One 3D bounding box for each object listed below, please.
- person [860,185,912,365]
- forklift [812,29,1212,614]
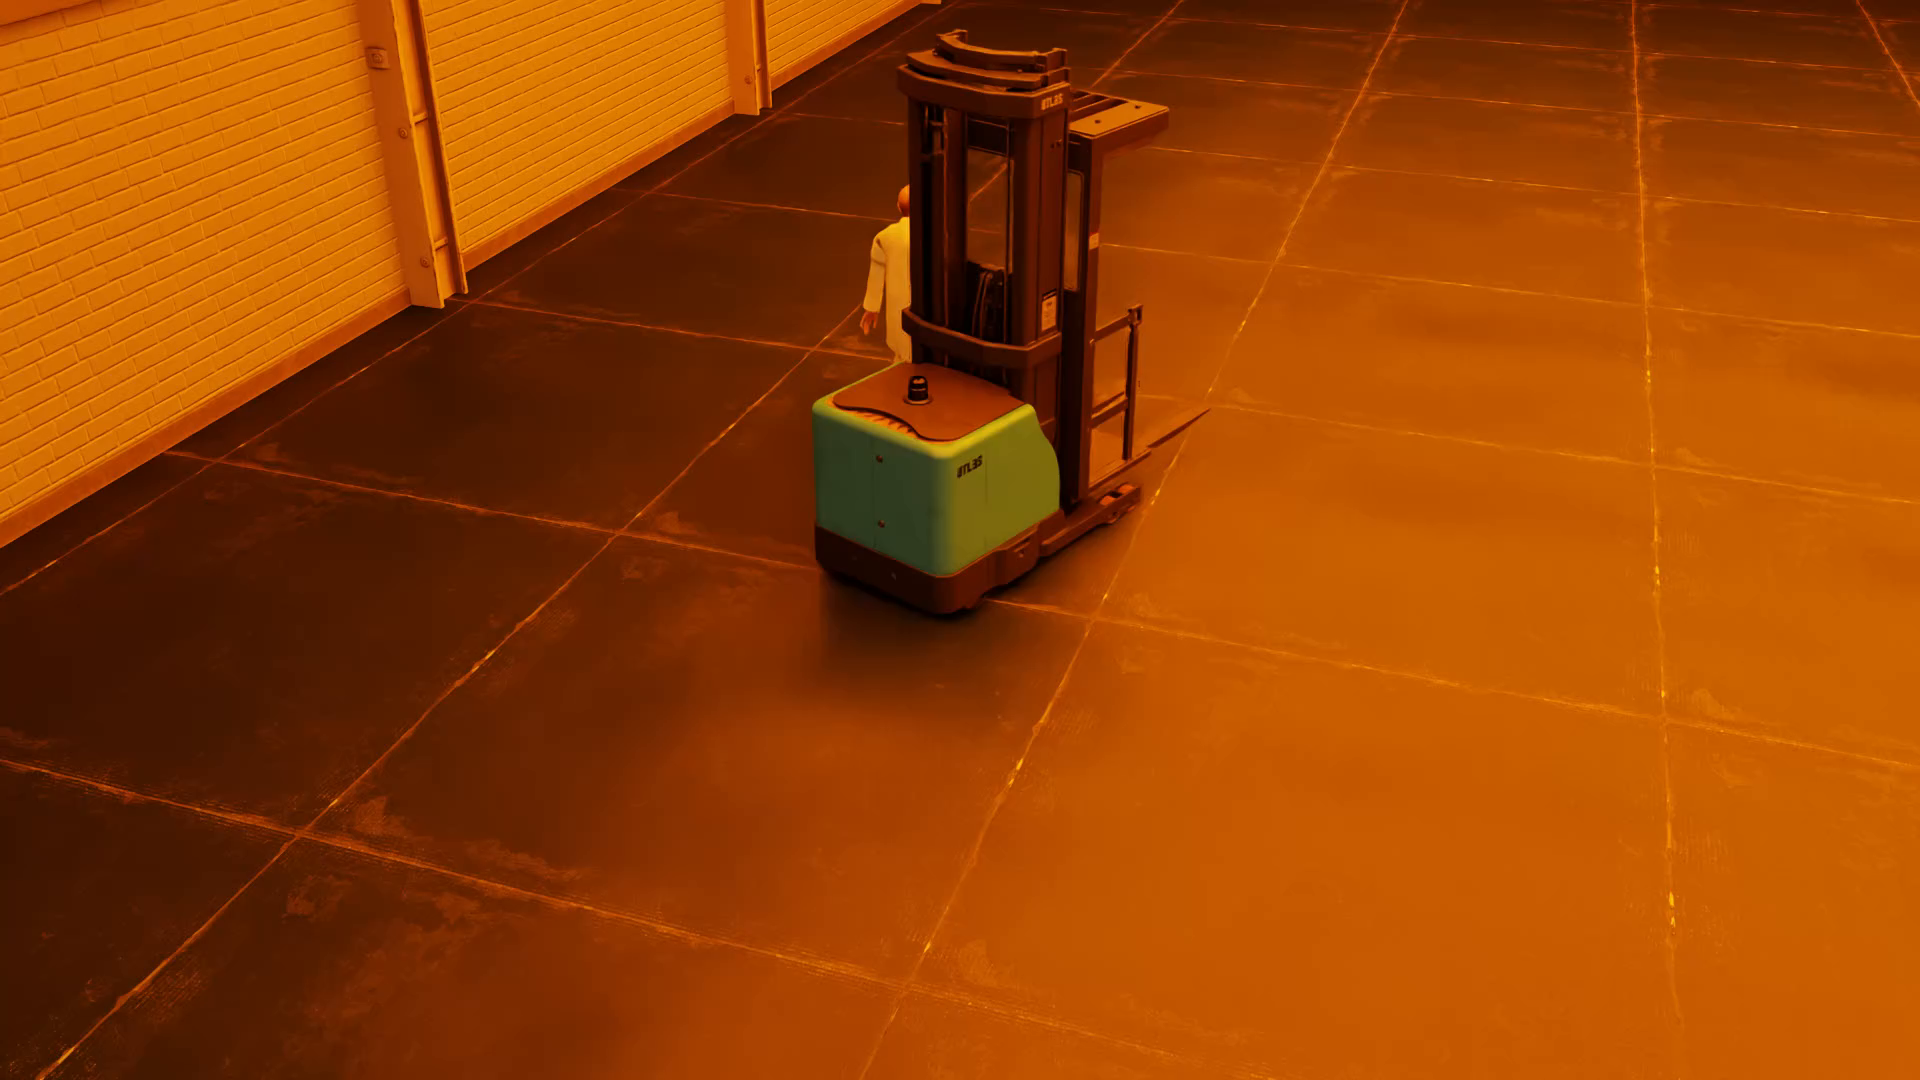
[{"bbox_3d":[-0.339,-1.437,10.903,0.509,1.742,0.912,-18,34,-28],"label":"person"},{"bbox_3d":[0.482,-1.520,9.802,1.130,2.935,3.031,22,37,34],"label":"forklift"}]
